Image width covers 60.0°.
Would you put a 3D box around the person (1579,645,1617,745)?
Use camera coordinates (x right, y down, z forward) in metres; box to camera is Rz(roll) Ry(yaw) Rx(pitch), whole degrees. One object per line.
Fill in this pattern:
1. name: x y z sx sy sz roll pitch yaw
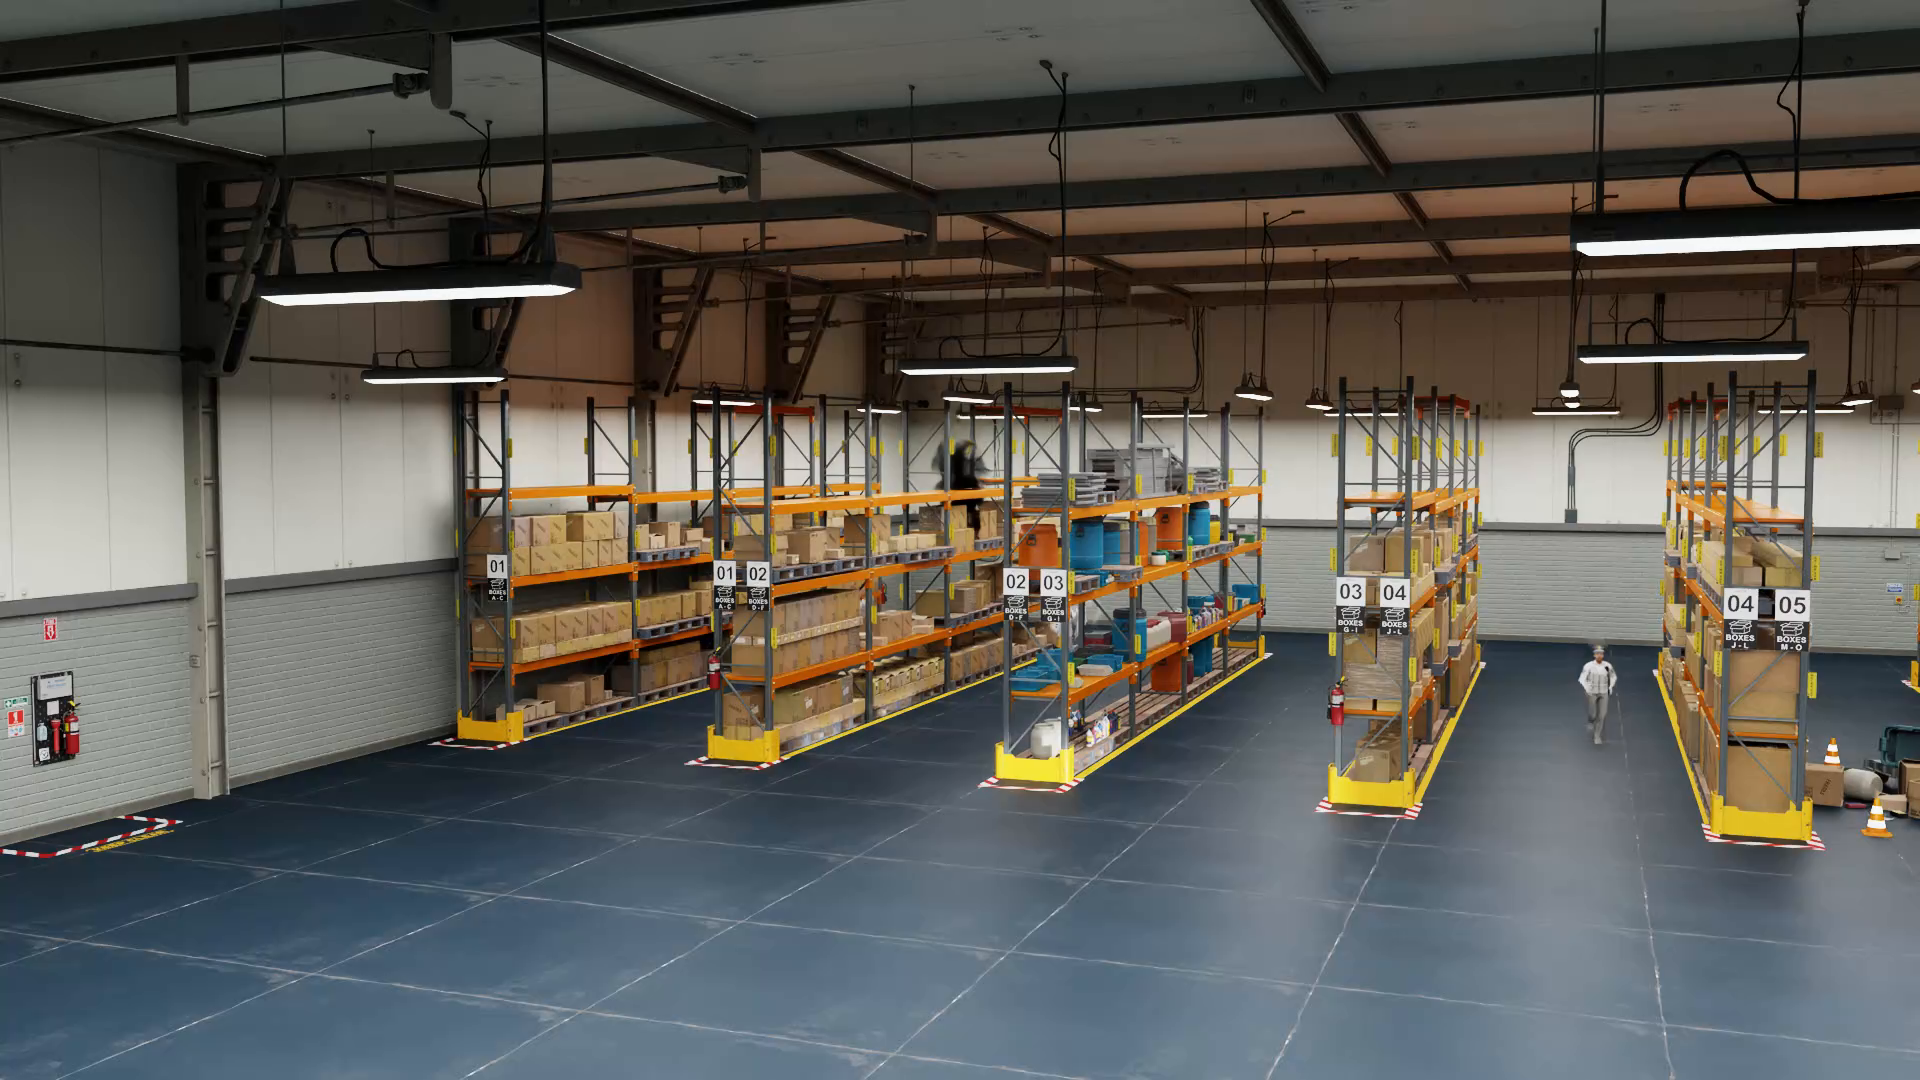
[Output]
1. person: 10.869 2.617 28.309 0.617 1.670 0.720 1 3 13

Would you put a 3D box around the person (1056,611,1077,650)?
1. person: 2.173 2.006 33.869 0.431 1.685 0.670 0 3 9

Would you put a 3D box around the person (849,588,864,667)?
1. person: -2.338 1.900 36.196 0.530 1.734 0.686 0 3 5
